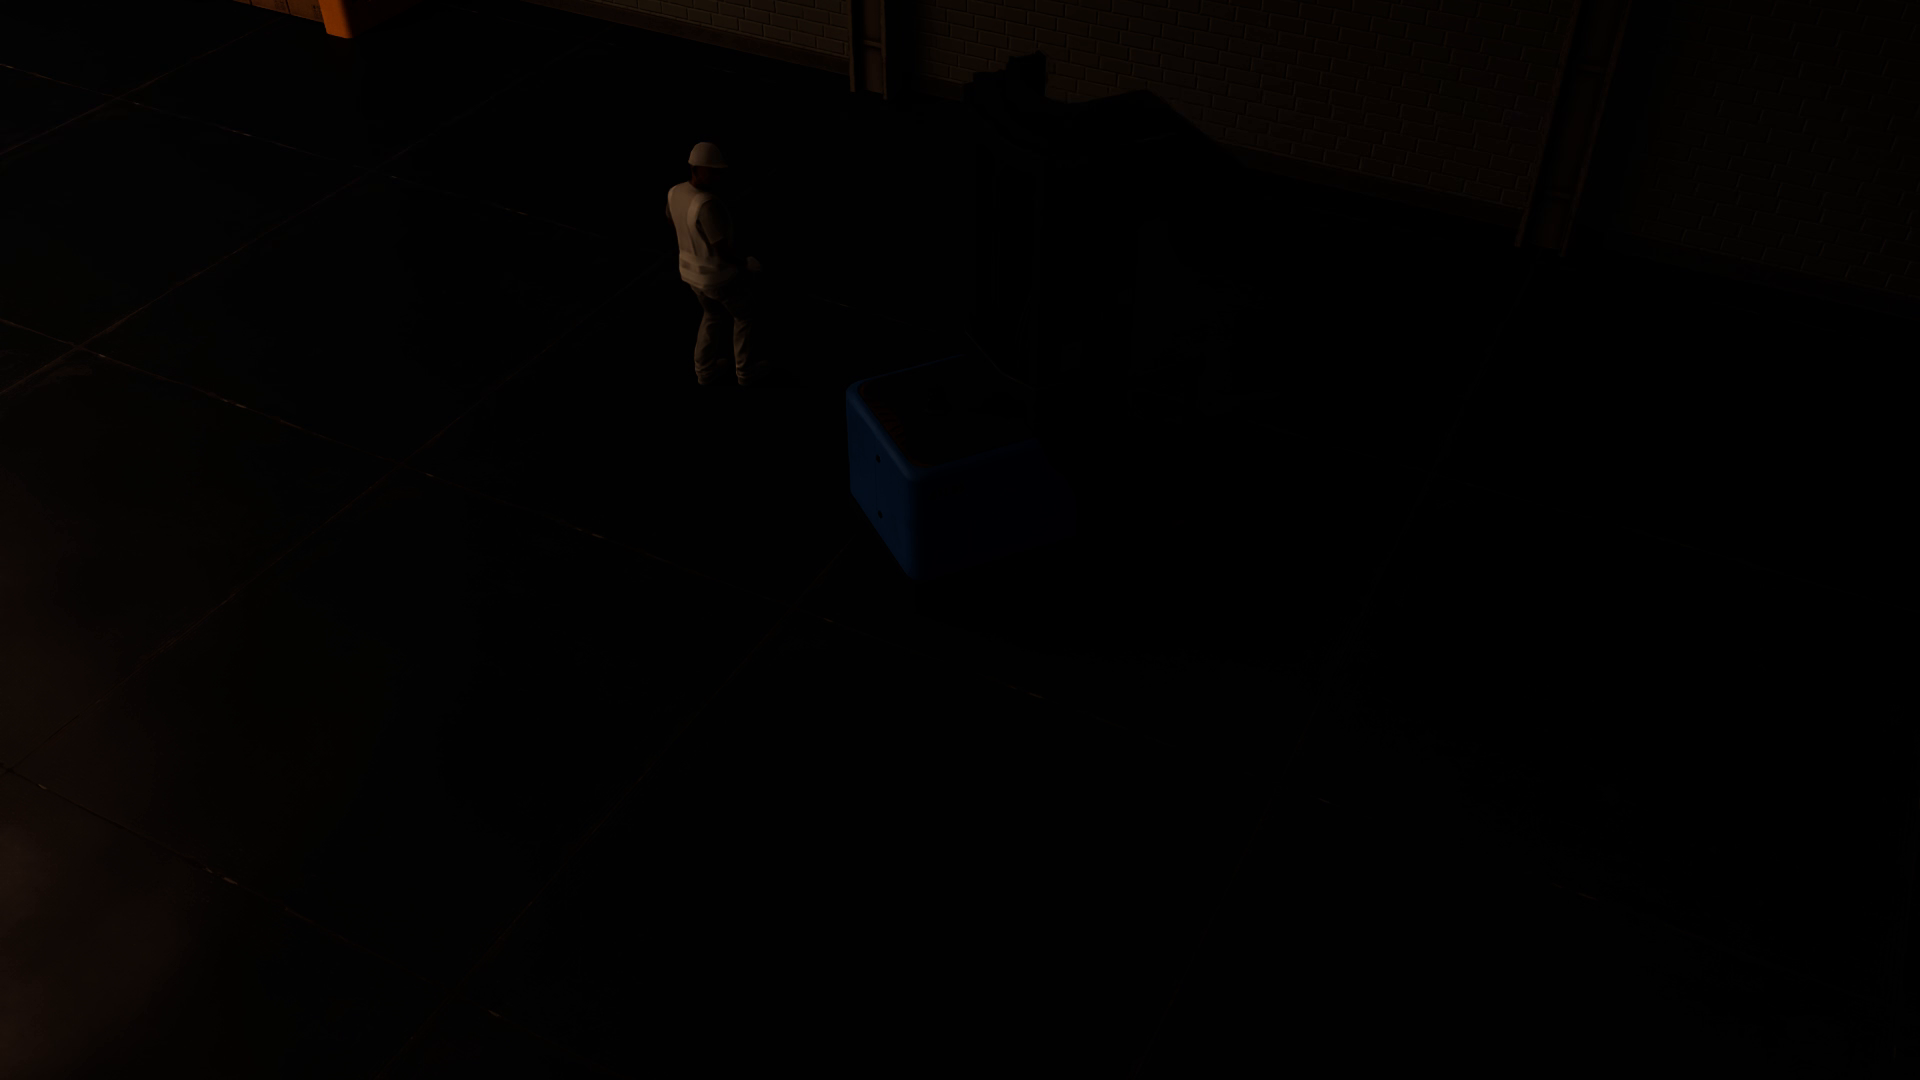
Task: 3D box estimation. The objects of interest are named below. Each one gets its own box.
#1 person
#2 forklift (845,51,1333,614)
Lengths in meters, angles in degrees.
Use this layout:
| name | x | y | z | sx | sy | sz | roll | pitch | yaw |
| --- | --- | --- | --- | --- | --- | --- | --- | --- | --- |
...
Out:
| name | x | y | z | sx | sy | sz | roll | pitch | yaw |
| --- | --- | --- | --- | --- | --- | --- | --- | --- | --- |
| person | -1.624 | -1.828 | 11.086 | 0.763 | 1.742 | 0.518 | 32 | 50 | 32 |
| forklift | 0.876 | -1.335 | 9.572 | 3.031 | 2.935 | 1.130 | -17 | 43 | -19 |
